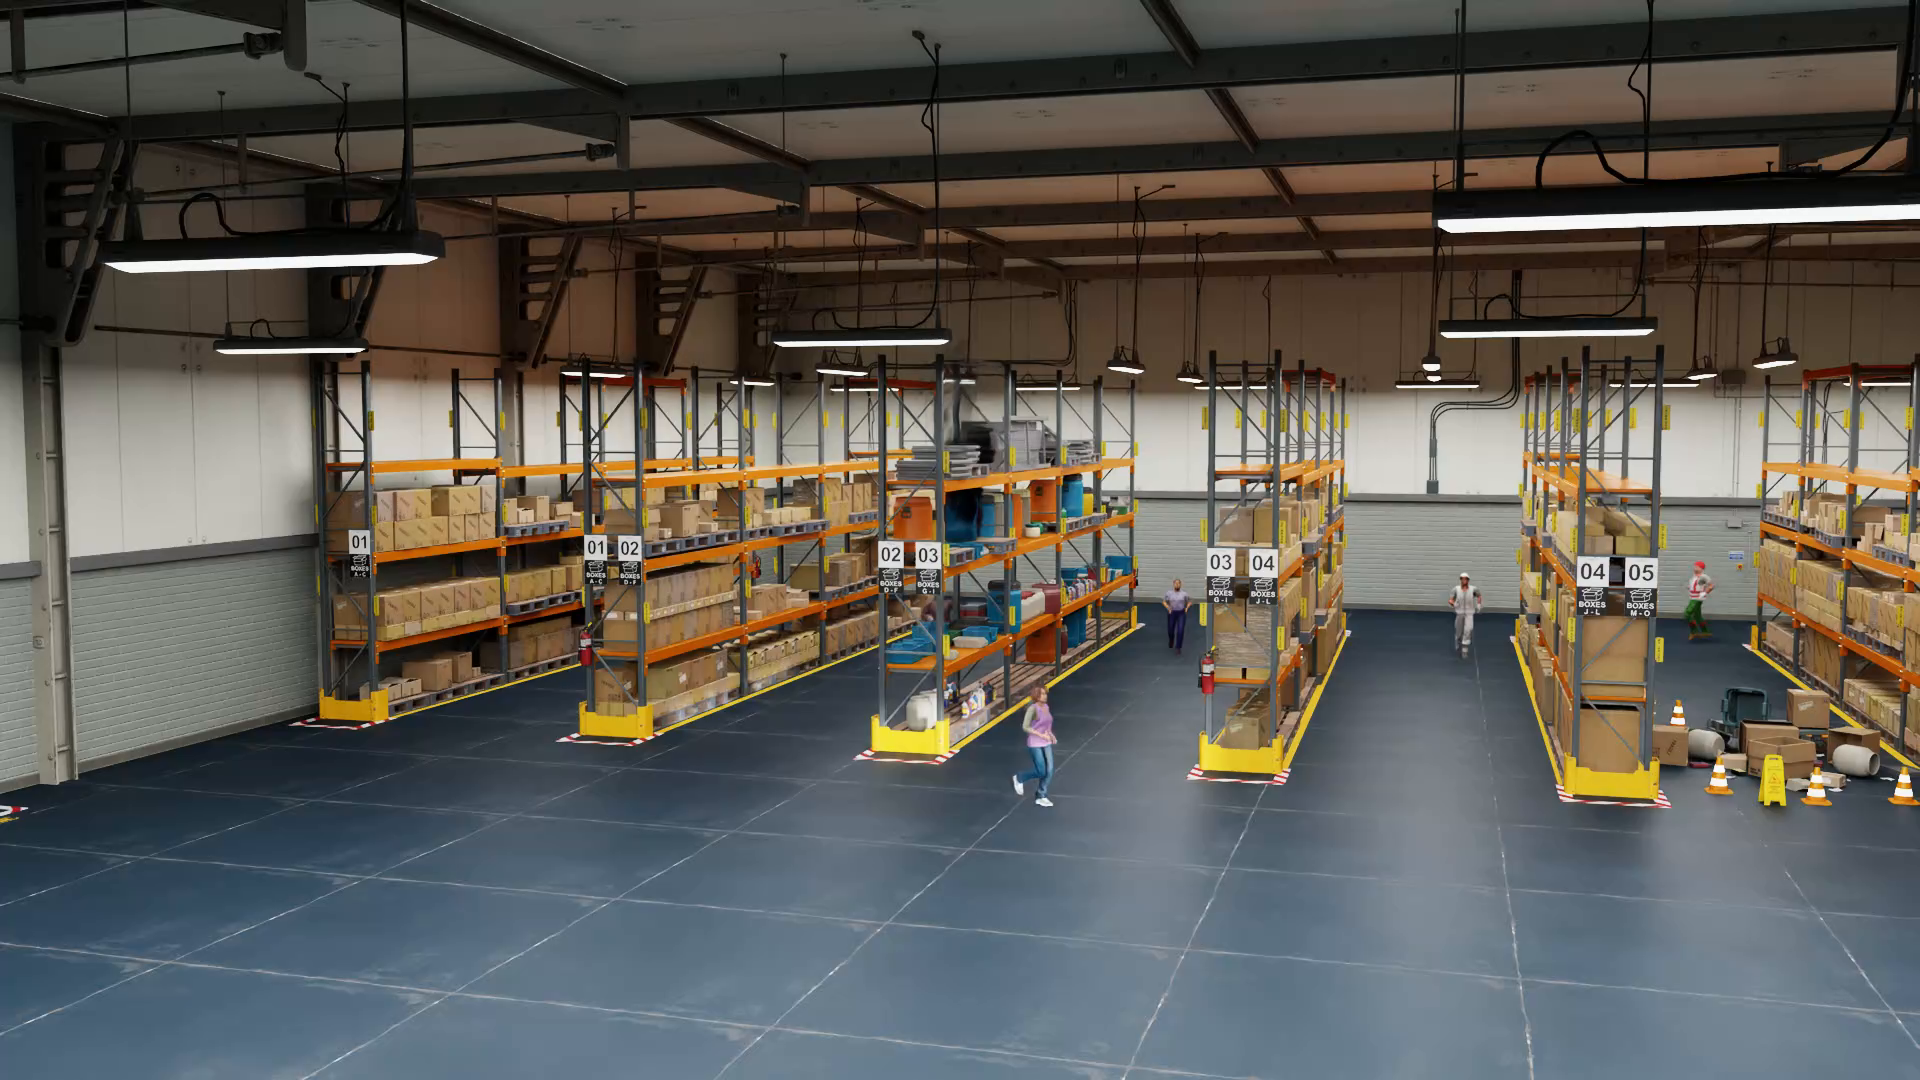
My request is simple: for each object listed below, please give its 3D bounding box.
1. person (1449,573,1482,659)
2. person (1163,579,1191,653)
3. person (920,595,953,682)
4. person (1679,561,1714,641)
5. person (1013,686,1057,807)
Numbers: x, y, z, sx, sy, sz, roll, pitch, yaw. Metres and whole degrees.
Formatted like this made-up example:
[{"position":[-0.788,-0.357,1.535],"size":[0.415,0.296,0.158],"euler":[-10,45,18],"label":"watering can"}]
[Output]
[{"position":[10.727,1.586,35.331],"size":[0.669,1.789,0.988],"euler":[1,4,19],"label":"person"},{"position":[4.699,1.641,35.973],"size":[0.605,1.583,0.578],"euler":[0,4,6],"label":"person"},{"position":[-0.397,1.831,32.055],"size":[0.708,1.857,0.838],"euler":[1,4,16],"label":"person"},{"position":[16.817,1.395,37.999],"size":[0.705,1.824,0.632],"euler":[1,4,8],"label":"person"},{"position":[0.997,2.675,21.693],"size":[0.625,1.559,0.542],"euler":[3,5,38],"label":"person"}]
